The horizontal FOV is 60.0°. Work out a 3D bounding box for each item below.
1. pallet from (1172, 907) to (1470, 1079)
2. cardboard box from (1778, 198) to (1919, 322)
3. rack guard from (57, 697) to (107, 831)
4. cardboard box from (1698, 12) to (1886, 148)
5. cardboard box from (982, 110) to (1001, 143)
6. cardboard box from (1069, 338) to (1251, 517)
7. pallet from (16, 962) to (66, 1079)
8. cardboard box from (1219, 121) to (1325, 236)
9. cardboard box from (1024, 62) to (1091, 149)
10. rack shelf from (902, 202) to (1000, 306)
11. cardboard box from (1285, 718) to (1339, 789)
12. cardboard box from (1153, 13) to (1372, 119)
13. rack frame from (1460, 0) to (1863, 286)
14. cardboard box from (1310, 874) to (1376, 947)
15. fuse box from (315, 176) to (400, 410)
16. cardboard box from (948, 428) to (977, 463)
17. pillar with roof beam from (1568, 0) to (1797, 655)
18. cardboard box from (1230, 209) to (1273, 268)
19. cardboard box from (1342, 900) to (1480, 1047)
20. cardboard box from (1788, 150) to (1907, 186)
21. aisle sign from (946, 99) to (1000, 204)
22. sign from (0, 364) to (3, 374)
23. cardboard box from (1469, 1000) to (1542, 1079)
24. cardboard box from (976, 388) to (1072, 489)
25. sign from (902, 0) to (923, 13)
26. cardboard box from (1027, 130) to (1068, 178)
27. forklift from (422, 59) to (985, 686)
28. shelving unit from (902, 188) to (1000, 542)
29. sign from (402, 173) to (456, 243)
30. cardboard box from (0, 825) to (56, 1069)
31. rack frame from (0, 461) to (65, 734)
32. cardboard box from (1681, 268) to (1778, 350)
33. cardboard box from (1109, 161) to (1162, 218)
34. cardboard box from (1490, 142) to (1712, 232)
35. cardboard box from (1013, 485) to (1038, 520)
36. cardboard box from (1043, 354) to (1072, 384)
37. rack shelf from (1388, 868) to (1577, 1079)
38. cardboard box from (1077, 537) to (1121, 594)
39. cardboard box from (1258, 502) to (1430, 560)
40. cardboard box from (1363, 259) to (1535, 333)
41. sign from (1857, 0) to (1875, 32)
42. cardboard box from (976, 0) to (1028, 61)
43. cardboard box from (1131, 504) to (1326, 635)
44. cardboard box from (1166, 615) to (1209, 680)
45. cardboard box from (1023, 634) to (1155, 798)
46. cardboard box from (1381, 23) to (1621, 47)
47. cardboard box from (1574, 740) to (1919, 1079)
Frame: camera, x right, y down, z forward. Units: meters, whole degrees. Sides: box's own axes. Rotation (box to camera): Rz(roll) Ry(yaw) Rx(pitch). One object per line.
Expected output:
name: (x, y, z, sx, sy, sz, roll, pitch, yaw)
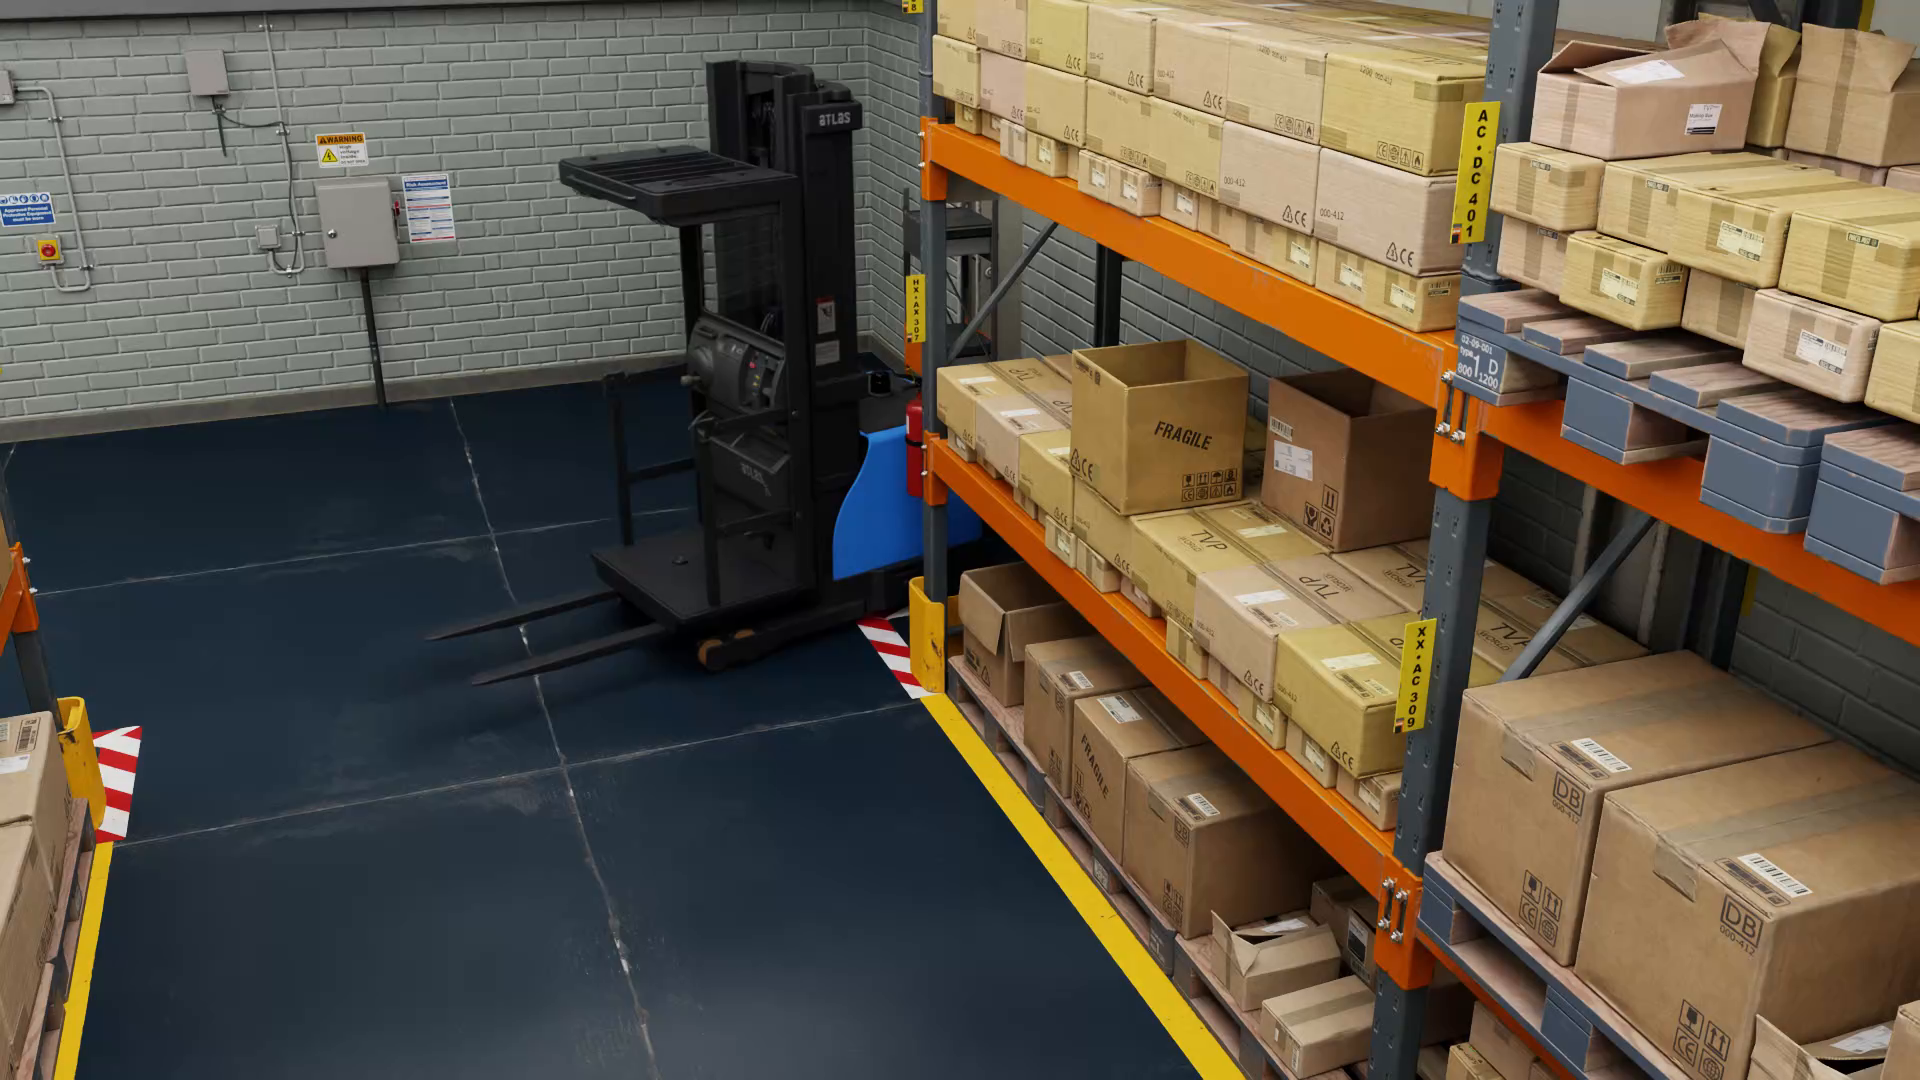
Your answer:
pallet: (1.474, 1.720, 5.899, 1.003, 0.211, 1.213, -8, 24, -19)
cardboard box: (1.737, -0.515, 3.019, 0.380, 0.149, 0.250, -9, 24, -20)
rack guard: (-4.349, 1.056, 7.100, 1.175, 0.500, 0.348, -8, 24, -19)
cardboard box: (1.887, -1.048, 3.750, 0.396, 0.266, 0.258, -9, 24, -20)
cardboard box: (0.314, -1.796, 7.111, 0.380, 0.149, 0.250, -8, 24, -18)
cardboard box: (0.741, -0.436, 6.267, 0.500, 0.500, 0.500, -8, 24, -18)
pallet: (-3.557, 1.920, 5.422, 1.003, 0.211, 1.213, -8, 24, -19)
cardboard box: (1.117, -1.094, 4.933, 0.500, 0.250, 0.500, -9, 25, -21)
cardboard box: (0.571, -1.651, 6.254, 0.500, 0.250, 0.500, -9, 25, -21)
rack shelf: (-0.058, -1.661, 9.718, 0.431, 0.518, 0.480, -8, 24, -19)
cardboard box: (1.254, 0.627, 5.224, 0.380, 0.149, 0.250, -8, 24, -18)
cardboard box: (0.953, -1.515, 5.288, 0.500, 0.250, 0.500, -8, 24, -18)
rack frame: (1.715, -2.080, 3.600, 1.000, 3.000, 0.127, -8, 24, -19)
cardboard box: (1.550, 1.374, 6.257, 0.380, 0.149, 0.250, -9, 24, -20)
fuse box: (-4.337, -1.774, 12.256, 0.539, 1.711, 0.414, -8, 24, -19)
cardboard box: (0.162, -0.496, 7.889, 0.380, 0.149, 0.250, -9, 24, -19)
pillar with roof beam: (-1.715, -1.866, 3.092, 9.100, 9.000, 0.400, -8, 24, -19)
cardboard box: (1.059, -0.950, 5.104, 0.380, 0.149, 0.250, -8, 24, -19)
cardboard box: (1.703, 1.457, 5.852, 0.500, 0.311, 0.500, -7, 24, -17)
cardboard box: (2.042, -0.776, 3.638, 0.380, 0.149, 0.250, -8, 24, -19)
aisle sign: (0.003, -1.952, 7.671, 0.394, 0.787, 0.004, -8, 24, -19)
sign: (-3.828, -0.799, 6.488, 0.100, 0.325, 0.005, -8, 24, -19)
cardboard box: (1.650, 1.365, 4.609, 0.380, 0.149, 0.250, -9, 24, -20)
cardboard box: (0.389, -0.452, 7.271, 0.500, 0.250, 0.500, -8, 24, -18)
sign: (-0.205, -2.480, 7.284, 0.100, 0.325, 0.005, -8, 24, -19)
cardboard box: (0.480, -1.502, 6.413, 0.380, 0.149, 0.250, -8, 24, -19)
forklift: (-1.342, -0.900, 8.611, 3.031, 2.935, 1.130, -16, 28, -33)
shelving unit: (-0.058, -1.028, 9.985, 0.431, 2.100, 0.503, -8, 24, -19)
sign: (-3.948, -2.467, 12.363, 0.329, 0.494, 0.001, -8, 24, -19)
cardboard box: (-3.682, 1.458, 5.687, 0.875, 0.438, 0.875, -8, 24, -18)
rack frame: (-4.340, -0.087, 6.594, 1.000, 3.000, 0.127, -8, 24, -19)
cardboard box: (1.689, -0.481, 3.322, 0.380, 0.149, 0.250, -8, 24, -19)
cardboard box: (0.740, -1.228, 5.762, 0.380, 0.149, 0.250, -8, 24, -18)
cardboard box: (1.410, -0.790, 3.672, 0.380, 0.149, 0.250, -8, 24, -17)
cardboard box: (0.452, -0.219, 7.232, 0.380, 0.149, 0.250, -8, 24, -17)
cardboard box: (0.713, -0.707, 7.874, 0.500, 0.250, 0.500, -8, 24, -17)
rack shelf: (2.422, 1.742, 3.180, 1.077, 0.370, 4.000, -8, 24, -19)
cardboard box: (0.682, 0.071, 6.542, 0.380, 0.149, 0.250, -8, 24, -18)
cardboard box: (1.429, 0.030, 6.127, 0.500, 0.250, 0.500, -8, 24, -18)
cardboard box: (1.312, -0.672, 4.445, 0.380, 0.149, 0.250, -9, 24, -19)
sign: (2.233, -1.195, 4.189, 0.100, 0.325, 0.005, -8, 24, -19)
cardboard box: (0.386, -2.067, 6.596, 0.500, 0.250, 0.500, -9, 24, -19)
cardboard box: (0.952, 0.102, 5.957, 0.500, 0.250, 0.500, -9, 24, -19)
cardboard box: (0.956, 0.348, 5.886, 0.380, 0.149, 0.250, -9, 24, -20)
cardboard box: (0.695, 0.740, 7.309, 0.700, 0.500, 0.500, -7, 24, -17)
cardboard box: (1.609, -1.402, 5.018, 0.500, 0.250, 0.500, -9, 24, -20)
cardboard box: (1.860, 0.839, 3.728, 0.700, 0.500, 0.500, -8, 24, -18)
